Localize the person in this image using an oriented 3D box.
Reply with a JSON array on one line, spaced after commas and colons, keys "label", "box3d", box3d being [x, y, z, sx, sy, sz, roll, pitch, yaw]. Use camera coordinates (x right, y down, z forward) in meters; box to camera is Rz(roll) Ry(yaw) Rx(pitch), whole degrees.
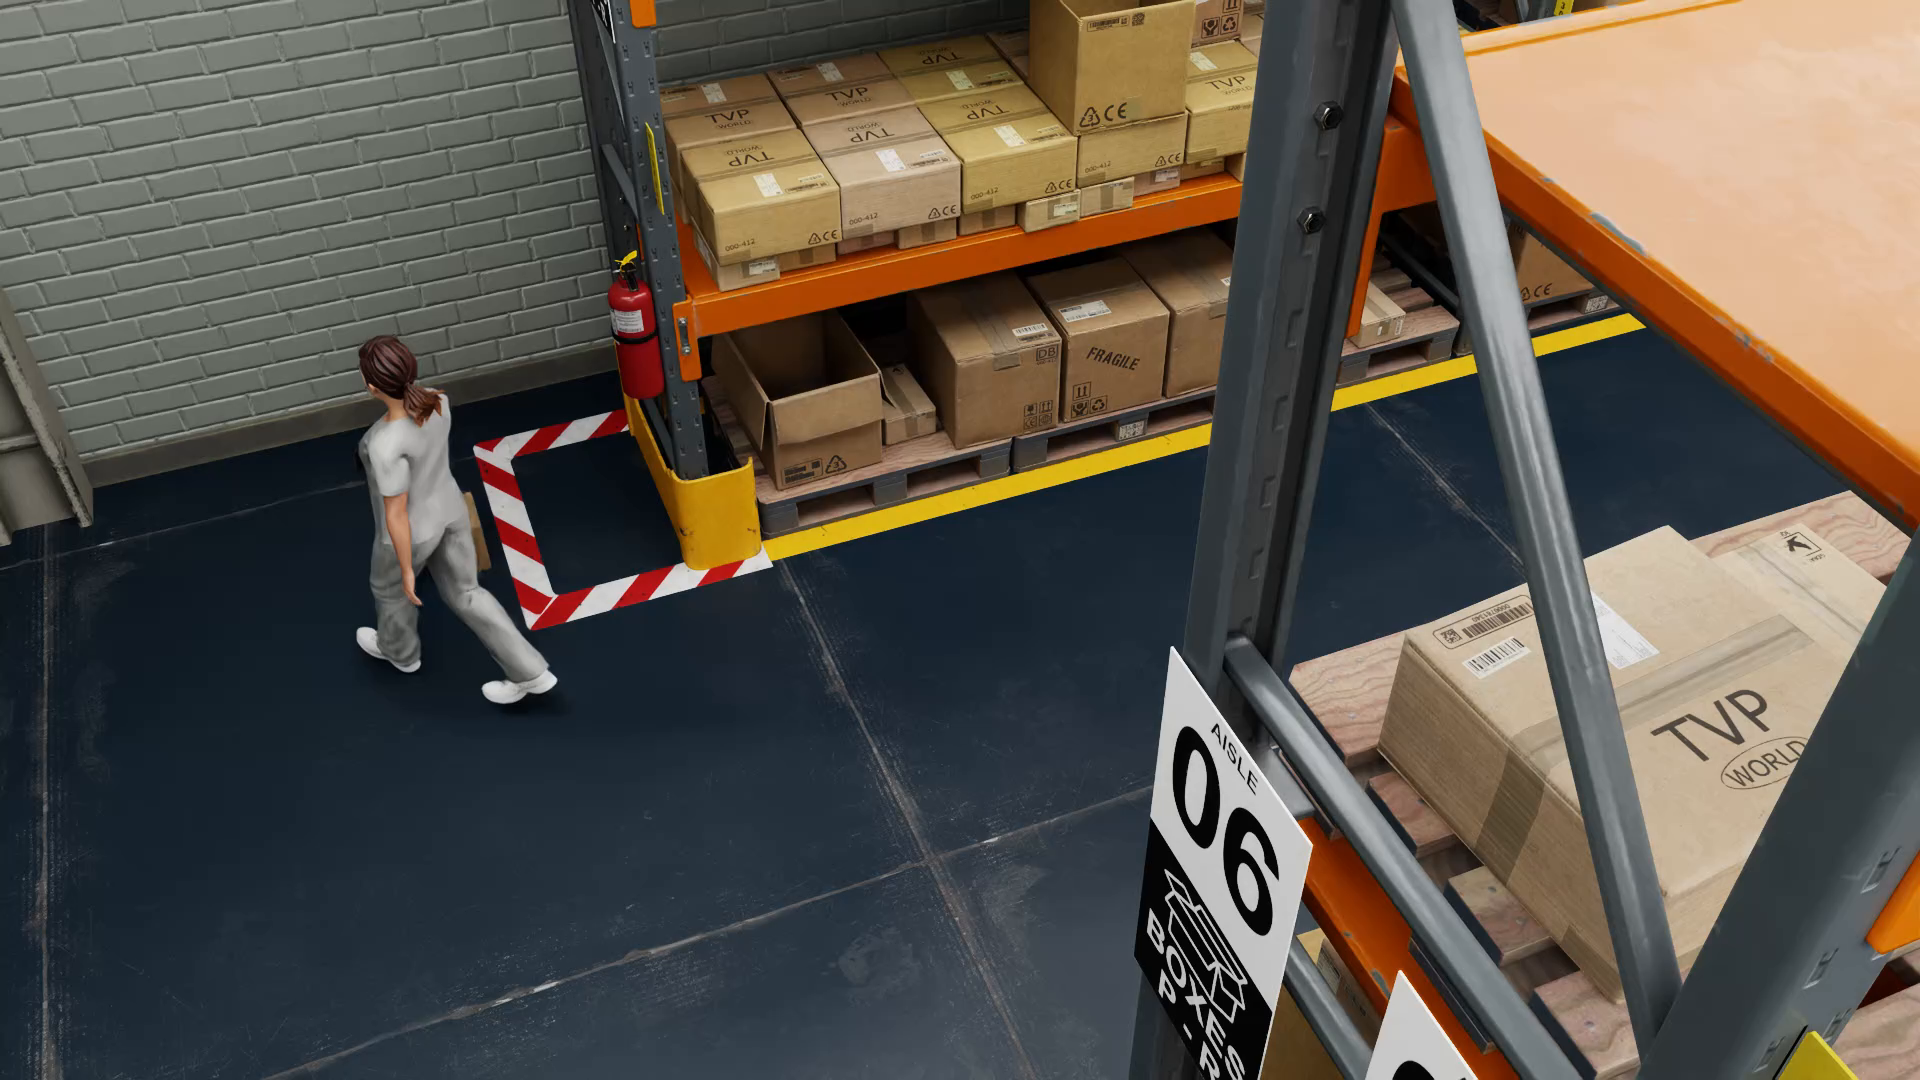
[{"label": "person", "box3d": [-2.033, -0.060, 6.240, 0.940, 1.634, 0.506, 21, 46, 22]}]
